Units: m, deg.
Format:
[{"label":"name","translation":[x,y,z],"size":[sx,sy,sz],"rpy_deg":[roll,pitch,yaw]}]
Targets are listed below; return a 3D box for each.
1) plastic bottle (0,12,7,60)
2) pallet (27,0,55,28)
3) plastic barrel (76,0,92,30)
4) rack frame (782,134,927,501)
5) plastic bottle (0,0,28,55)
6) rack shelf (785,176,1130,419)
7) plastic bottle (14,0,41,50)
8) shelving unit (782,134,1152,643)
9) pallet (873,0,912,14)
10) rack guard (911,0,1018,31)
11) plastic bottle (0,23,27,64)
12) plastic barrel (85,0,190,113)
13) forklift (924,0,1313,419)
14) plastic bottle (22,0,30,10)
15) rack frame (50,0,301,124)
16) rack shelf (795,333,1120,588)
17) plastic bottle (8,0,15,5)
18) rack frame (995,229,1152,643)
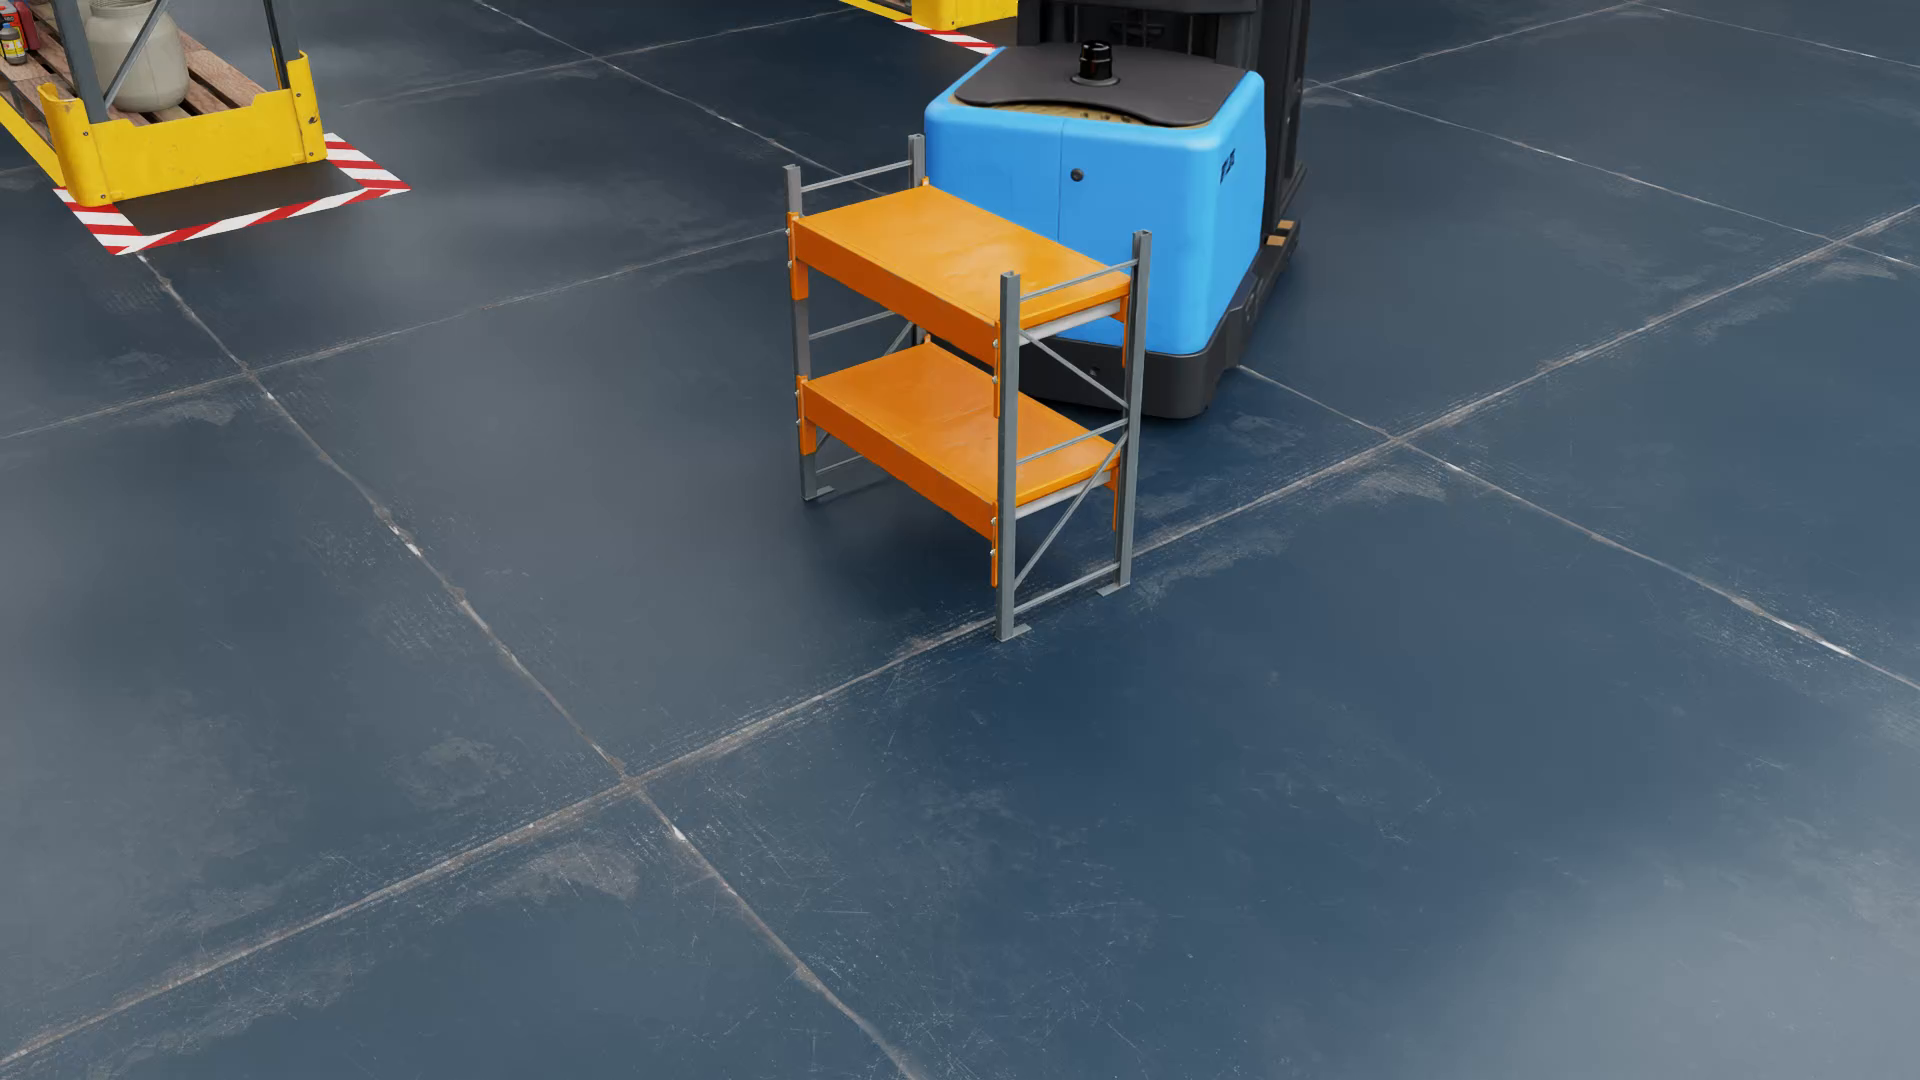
[{"label":"plastic bottle","translation":[-5.190,-2.754,8.999],"size":[0.061,0.283,0.133],"rpy_deg":[-21,38,-30]},{"label":"pallet","translation":[-5.705,-3.244,10.273],"size":[1.003,0.211,1.213],"rpy_deg":[-22,38,-31]},{"label":"plastic barrel","translation":[-4.403,-2.635,8.610],"size":[0.421,0.512,0.421],"rpy_deg":[0,32,0]},{"label":"rack frame","translation":[-0.316,-0.693,5.299],"size":[0.500,1.125,0.032],"rpy_deg":[-22,38,-31]},{"label":"plastic bottle","translation":[-5.237,-2.822,9.116],"size":[0.152,0.276,0.135],"rpy_deg":[-22,38,-31]},{"label":"rack shelf","translation":[-0.004,-0.729,4.803],"size":[0.538,0.278,1.000],"rpy_deg":[-22,38,-31]},{"label":"plastic bottle","translation":[-5.153,-2.860,9.170],"size":[0.061,0.283,0.133],"rpy_deg":[-22,38,-31]},{"label":"shelving unit","translation":[-0.004,-0.481,4.958],"size":[0.538,1.125,1.048],"rpy_deg":[-22,38,-31]},{"label":"pallet","translation":[-0.236,-3.855,11.256],"size":[1.003,0.211,1.213],"rpy_deg":[-22,38,-31]},{"label":"rack guard","translation":[0.234,-3.627,10.616],"size":[1.175,0.500,0.348],"rpy_deg":[-22,38,-31]},{"label":"plastic bottle","translation":[-5.104,-2.677,8.952],"size":[0.097,0.201,0.097],"rpy_deg":[0,32,0]},{"label":"plastic barrel","translation":[-4.095,-2.426,8.273],"size":[0.421,0.512,0.421],"rpy_deg":[0,32,0]},{"label":"forklift","translation":[0.838,-2.435,6.392],"size":[1.130,2.935,3.031],"rpy_deg":[11,33,17]},{"label":"plastic bottle","translation":[-5.439,-3.084,9.537],"size":[0.152,0.276,0.135],"rpy_deg":[-22,38,-31]},{"label":"rack frame","translation":[-3.631,-3.055,7.326],"size":[1.000,3.000,0.127],"rpy_deg":[-22,38,-31]},{"label":"rack shelf","translation":[-0.004,-0.273,5.087],"size":[0.538,0.278,1.000],"rpy_deg":[-22,38,-31]},{"label":"plastic bottle","translation":[-5.358,-2.974,9.430],"size":[0.097,0.201,0.097],"rpy_deg":[0,32,0]},{"label":"rack frame","translation":[0.308,-0.269,4.617],"size":[0.500,1.125,0.032],"rpy_deg":[-22,38,-31]}]
